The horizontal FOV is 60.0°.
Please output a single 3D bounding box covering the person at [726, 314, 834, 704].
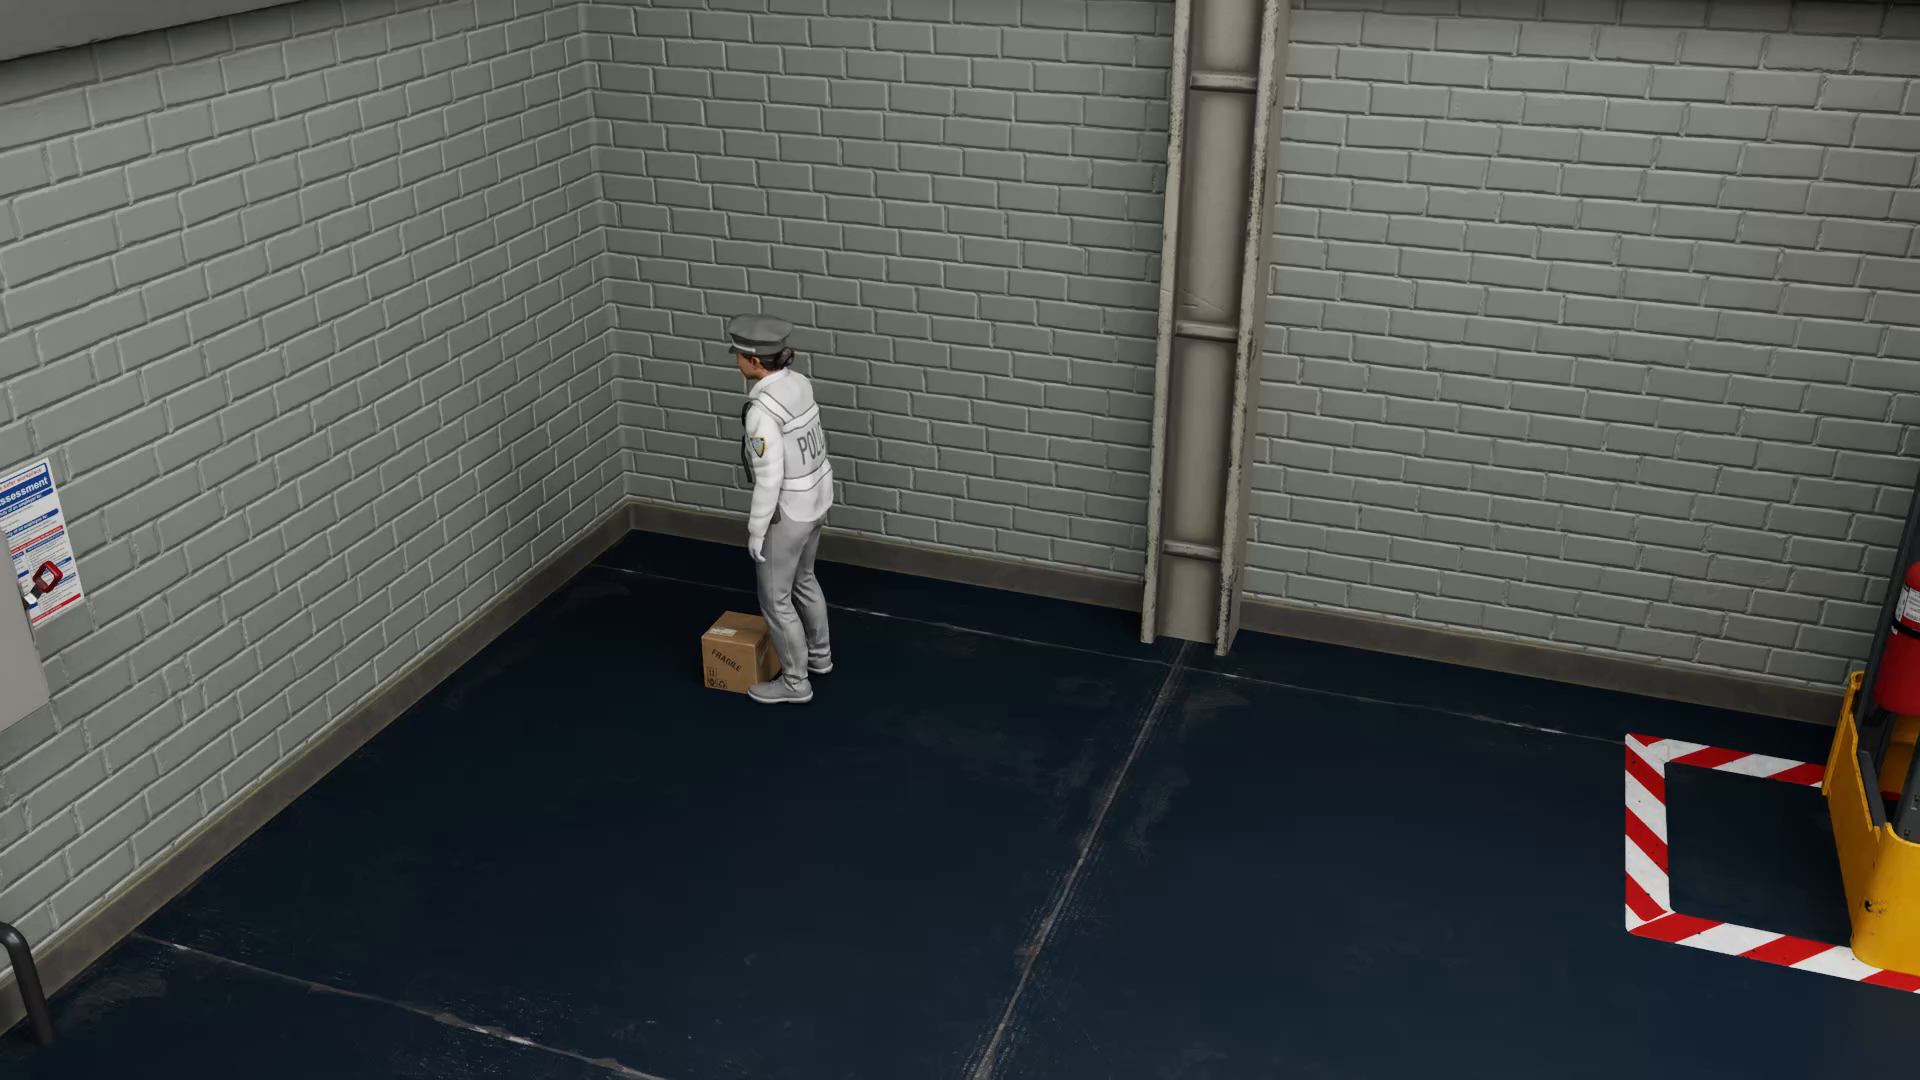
[{"bbox_3d":[-0.724,-0.113,6.841,0.379,1.663,0.535,8,27,17],"label":"person"}]
